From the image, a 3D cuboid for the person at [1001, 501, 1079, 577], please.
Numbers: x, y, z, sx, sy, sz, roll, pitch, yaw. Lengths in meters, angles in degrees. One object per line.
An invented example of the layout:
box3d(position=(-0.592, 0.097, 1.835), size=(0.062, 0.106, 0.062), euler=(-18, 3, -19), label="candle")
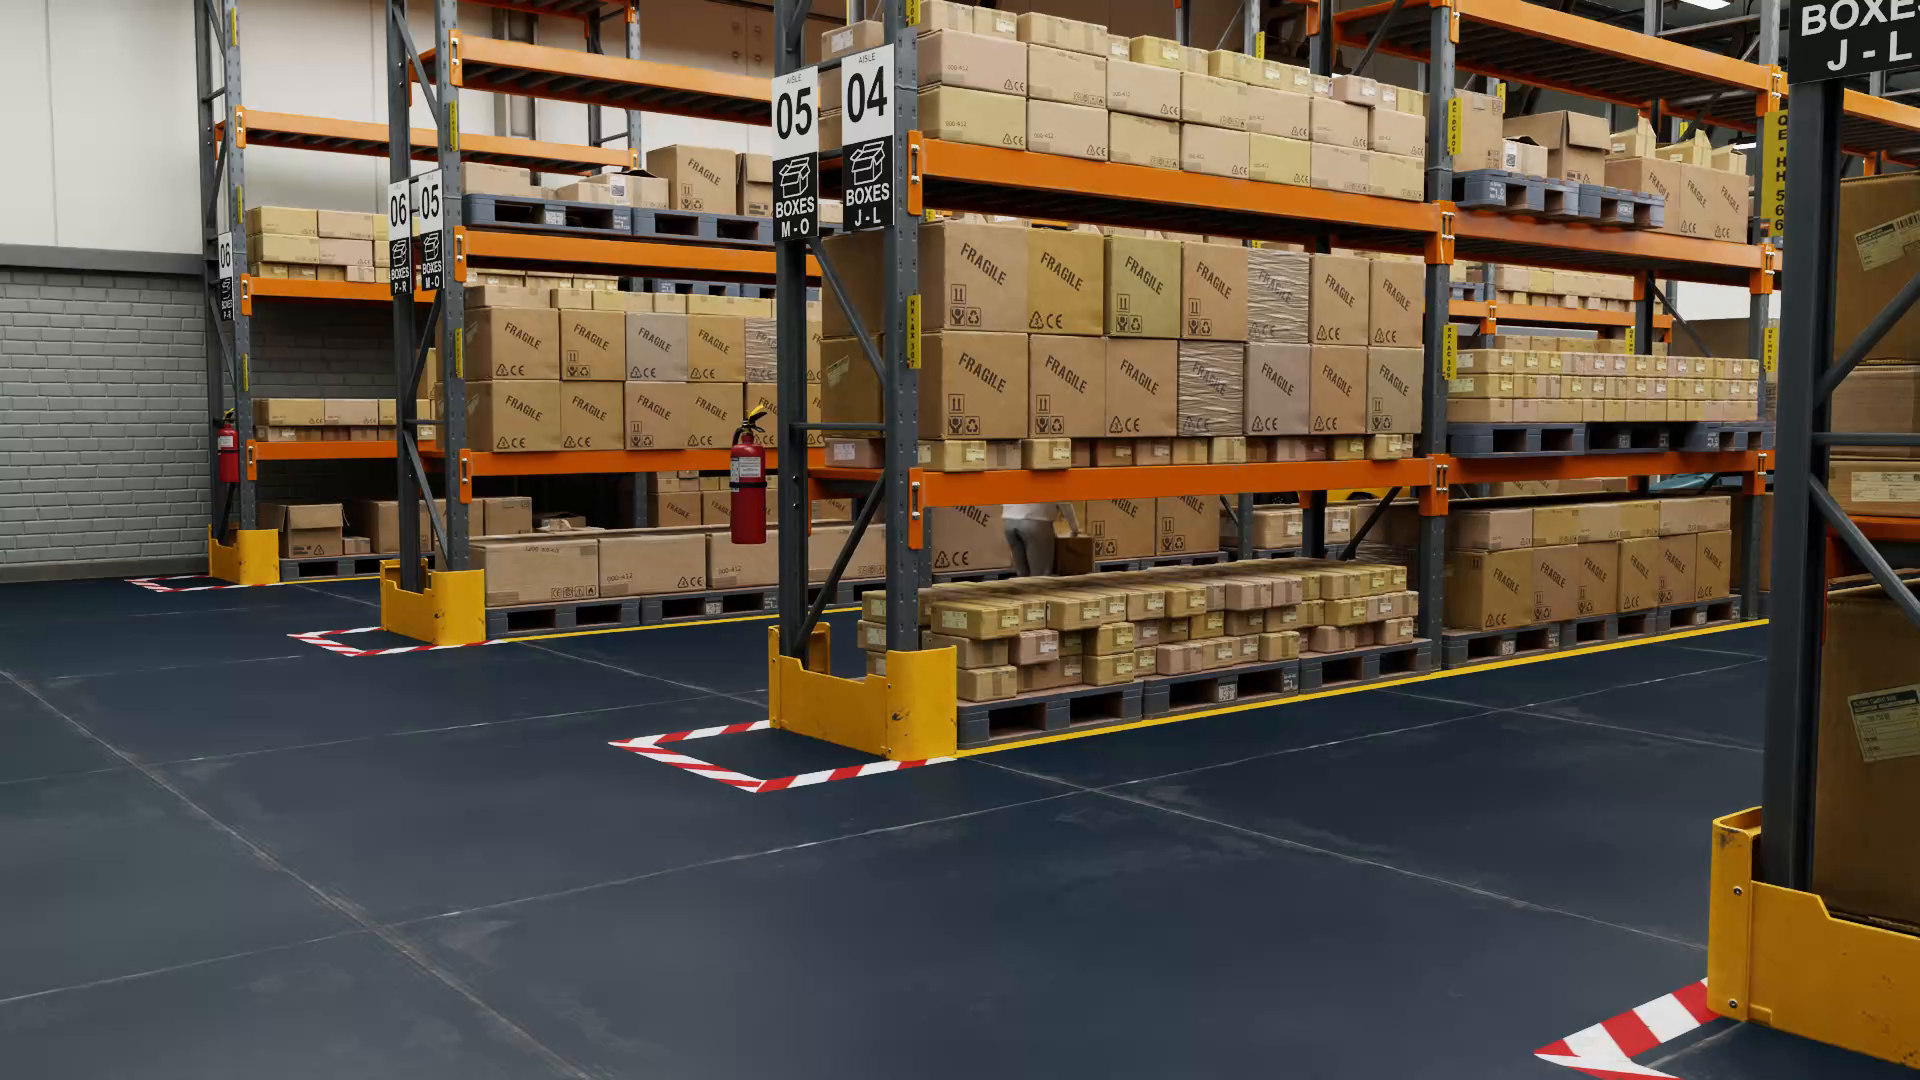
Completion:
box3d(position=(0.491, -0.086, 10.724), size=(0.442, 1.685, 0.572), euler=(-4, 6, -40), label="person")
